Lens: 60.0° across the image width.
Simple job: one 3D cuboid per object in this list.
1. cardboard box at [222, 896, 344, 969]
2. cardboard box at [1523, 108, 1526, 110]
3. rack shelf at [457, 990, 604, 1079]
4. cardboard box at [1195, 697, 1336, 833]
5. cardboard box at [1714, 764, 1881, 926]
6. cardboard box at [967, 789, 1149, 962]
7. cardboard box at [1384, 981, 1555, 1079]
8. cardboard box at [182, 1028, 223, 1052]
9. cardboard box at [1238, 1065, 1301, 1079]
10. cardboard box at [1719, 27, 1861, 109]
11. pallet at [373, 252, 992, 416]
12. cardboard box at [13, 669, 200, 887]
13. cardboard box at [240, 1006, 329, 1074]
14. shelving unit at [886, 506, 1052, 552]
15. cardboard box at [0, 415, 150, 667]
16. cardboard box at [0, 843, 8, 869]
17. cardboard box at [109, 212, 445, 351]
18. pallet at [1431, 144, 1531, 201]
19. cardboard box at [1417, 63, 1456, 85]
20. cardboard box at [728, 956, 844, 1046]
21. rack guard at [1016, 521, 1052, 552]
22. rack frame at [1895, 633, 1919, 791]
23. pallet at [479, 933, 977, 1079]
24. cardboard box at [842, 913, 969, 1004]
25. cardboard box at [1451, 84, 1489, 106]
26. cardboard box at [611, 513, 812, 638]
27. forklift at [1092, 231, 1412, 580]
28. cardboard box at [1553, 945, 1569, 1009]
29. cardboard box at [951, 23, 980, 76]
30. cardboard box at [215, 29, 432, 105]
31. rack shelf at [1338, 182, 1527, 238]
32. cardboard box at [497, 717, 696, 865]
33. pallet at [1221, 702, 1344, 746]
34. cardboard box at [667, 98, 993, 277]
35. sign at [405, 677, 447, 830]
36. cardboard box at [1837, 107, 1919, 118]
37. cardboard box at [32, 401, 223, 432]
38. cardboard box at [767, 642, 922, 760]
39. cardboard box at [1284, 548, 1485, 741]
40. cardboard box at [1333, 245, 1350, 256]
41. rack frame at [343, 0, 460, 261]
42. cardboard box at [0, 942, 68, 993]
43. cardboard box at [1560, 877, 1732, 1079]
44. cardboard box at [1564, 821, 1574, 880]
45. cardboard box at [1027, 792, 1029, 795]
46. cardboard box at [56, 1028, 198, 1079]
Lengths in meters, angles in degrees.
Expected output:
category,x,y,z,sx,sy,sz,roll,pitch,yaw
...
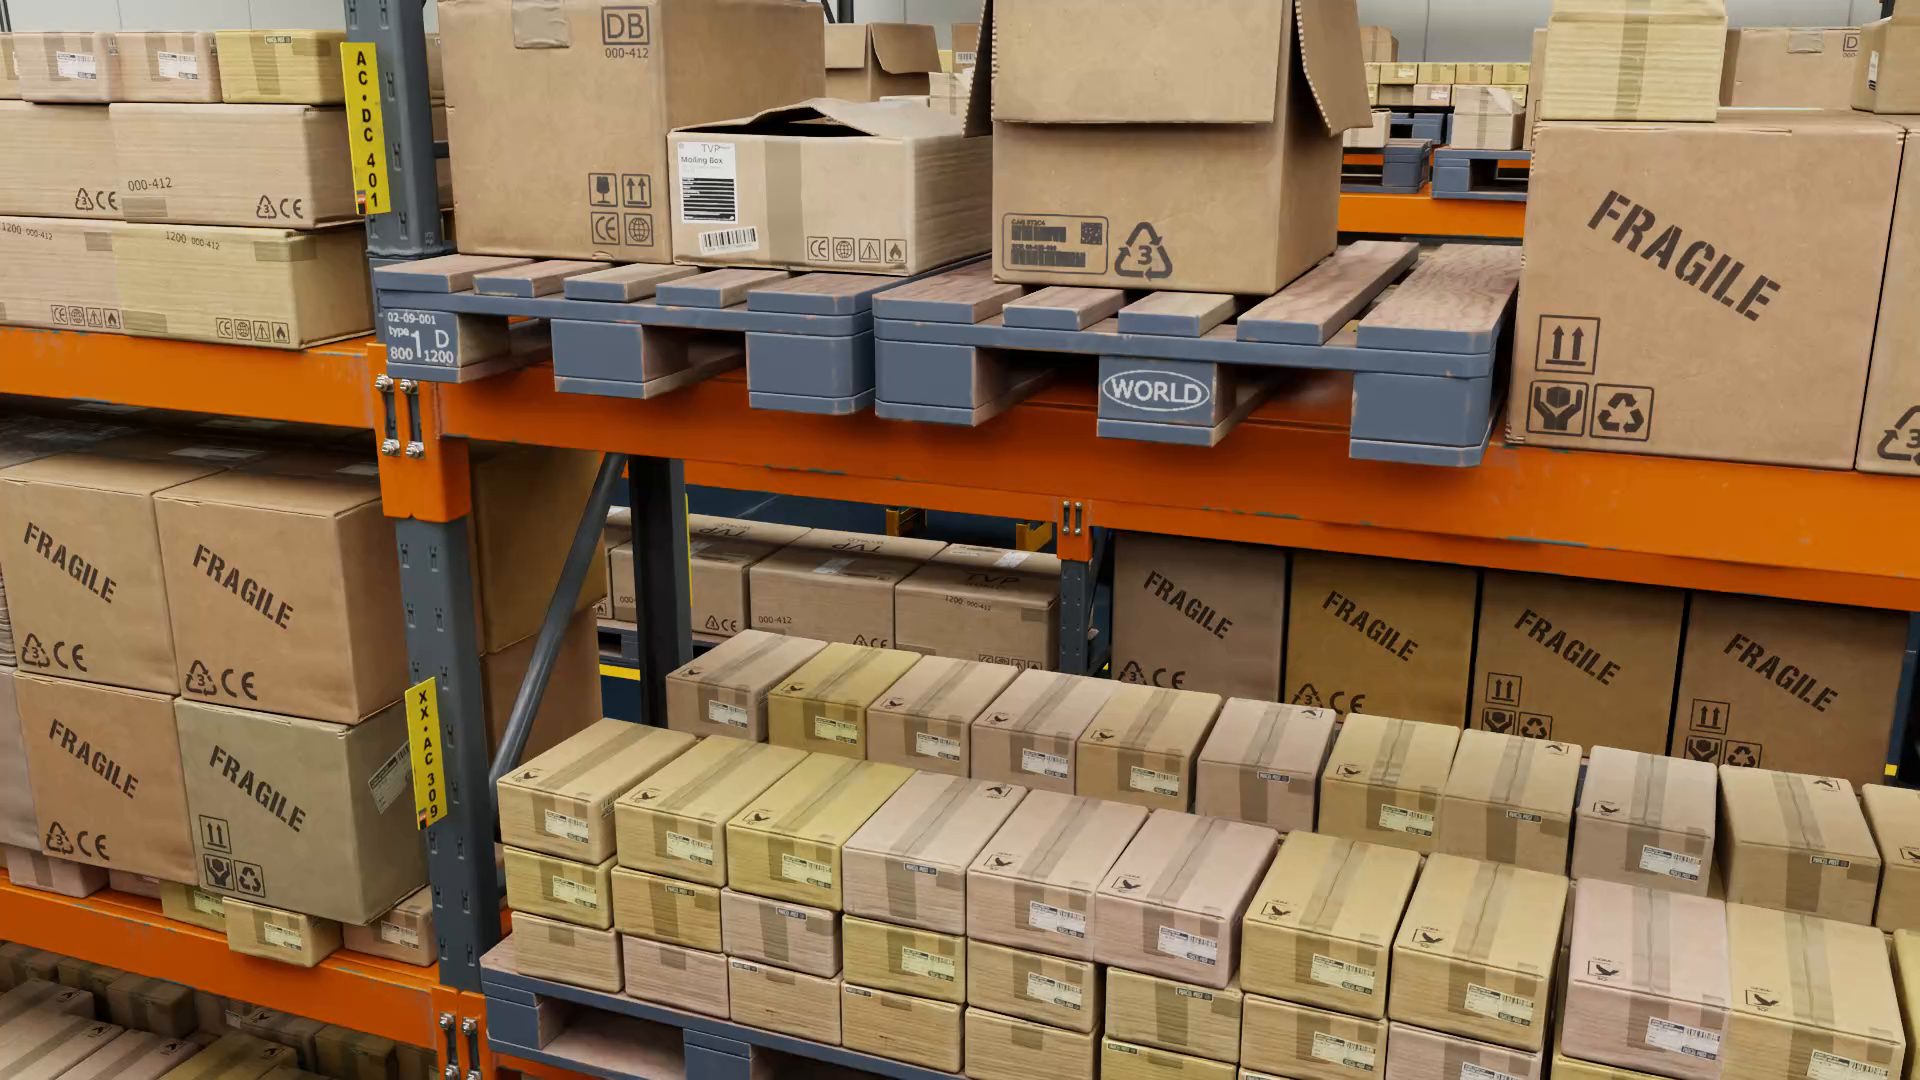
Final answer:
category,x,y,z,sx,sy,sz,roll,pitch,yaw
cardboard box,-1.603,0.895,4.161,0.250,0.149,0.380,6,17,19
cardboard box,2.565,-1.929,7.723,0.250,0.166,0.380,8,18,25
rack shelf,0.889,1.291,3.637,4.000,0.370,1.077,6,17,21
cardboard box,0.686,0.498,3.708,0.250,0.149,0.380,5,17,18
cardboard box,1.667,0.606,3.338,0.250,0.149,0.380,6,17,18
cardboard box,0.195,0.640,3.220,0.250,0.149,0.380,6,17,20
cardboard box,0.922,0.862,2.987,0.250,0.149,0.380,7,18,22
cardboard box,-2.197,1.565,5.231,0.250,0.149,0.380,7,18,23
cardboard box,0.676,0.978,3.121,0.250,0.149,0.380,5,17,18
cardboard box,3.481,-1.886,6.978,0.500,0.500,0.700,5,17,18
pallet,-0.436,-0.519,3.537,1.003,0.211,1.213,6,17,21
cardboard box,-2.008,0.520,4.288,0.500,0.500,0.500,6,17,19
cardboard box,-1.955,1.456,5.070,0.250,0.149,0.380,6,17,19
shelving unit,0.071,-0.712,11.938,1.083,1.500,0.587,6,17,21
cardboard box,-2.462,-0.016,4.341,0.500,0.500,0.500,7,18,22
cardboard box,-2.541,0.759,4.628,0.250,0.149,0.380,6,17,20
cardboard box,-1.527,-0.608,3.776,0.500,0.250,0.500,7,17,22
pallet,2.812,-1.660,7.469,1.213,0.211,1.003,7,18,23
cardboard box,3.429,-3.344,11.916,0.250,0.149,0.380,6,17,20
cardboard box,-0.283,0.873,3.484,0.250,0.149,0.380,6,17,21
rack guard,0.534,-0.061,11.936,0.087,0.250,0.587,6,17,21
rack frame,4.472,-0.144,7.290,0.127,3.000,1.000,6,17,21
pallet,-0.314,0.949,3.869,1.213,0.211,1.003,6,17,21
cardboard box,-0.049,0.755,3.355,0.250,0.149,0.380,5,17,18
cardboard box,3.652,-3.173,11.861,0.250,0.149,0.380,6,17,20
cardboard box,-1.465,0.199,9.949,0.875,0.438,0.875,7,18,22
forklift,2.424,-1.080,10.638,3.031,2.935,1.130,7,18,24
cardboard box,1.407,0.862,3.521,0.250,0.149,0.380,7,18,22
cardboard box,0.281,-2.406,8.589,0.500,0.500,0.500,7,17,22
cardboard box,-1.363,-1.020,3.584,0.250,0.149,0.380,5,17,18
rack shelf,2.611,-1.444,7.676,4.000,0.370,1.077,6,17,21
cardboard box,-0.774,0.534,3.585,0.250,0.149,0.380,7,18,23
pallet,1.496,0.845,8.883,1.213,0.211,1.003,6,17,21
cardboard box,-0.230,-0.714,3.279,0.500,0.311,0.500,6,17,20
sign,-1.163,0.467,3.633,0.005,0.325,0.100,6,17,21
cardboard box,1.848,-0.515,3.008,0.500,0.500,0.500,6,17,21
cardboard box,-2.247,-0.148,4.797,0.500,0.500,0.500,7,17,22
cardboard box,-0.276,0.392,4.074,0.250,0.149,0.380,6,17,19
cardboard box,2.200,0.399,8.478,0.875,0.875,0.875,7,18,22
cardboard box,2.937,-1.983,12.692,0.500,0.500,0.700,7,18,22
rack frame,-0.971,-2.140,3.405,0.127,3.000,1.000,6,17,21
cardboard box,-2.914,1.348,5.444,0.250,0.149,0.380,6,17,19
cardboard box,1.177,0.747,2.852,0.250,0.149,0.380,6,17,21
cardboard box,1.175,0.693,3.569,0.250,0.149,0.380,6,17,20
cardboard box,0.203,0.586,3.938,0.250,0.149,0.380,6,17,19
cardboard box,-2.383,1.564,4.700,0.250,0.149,0.380,5,17,18
